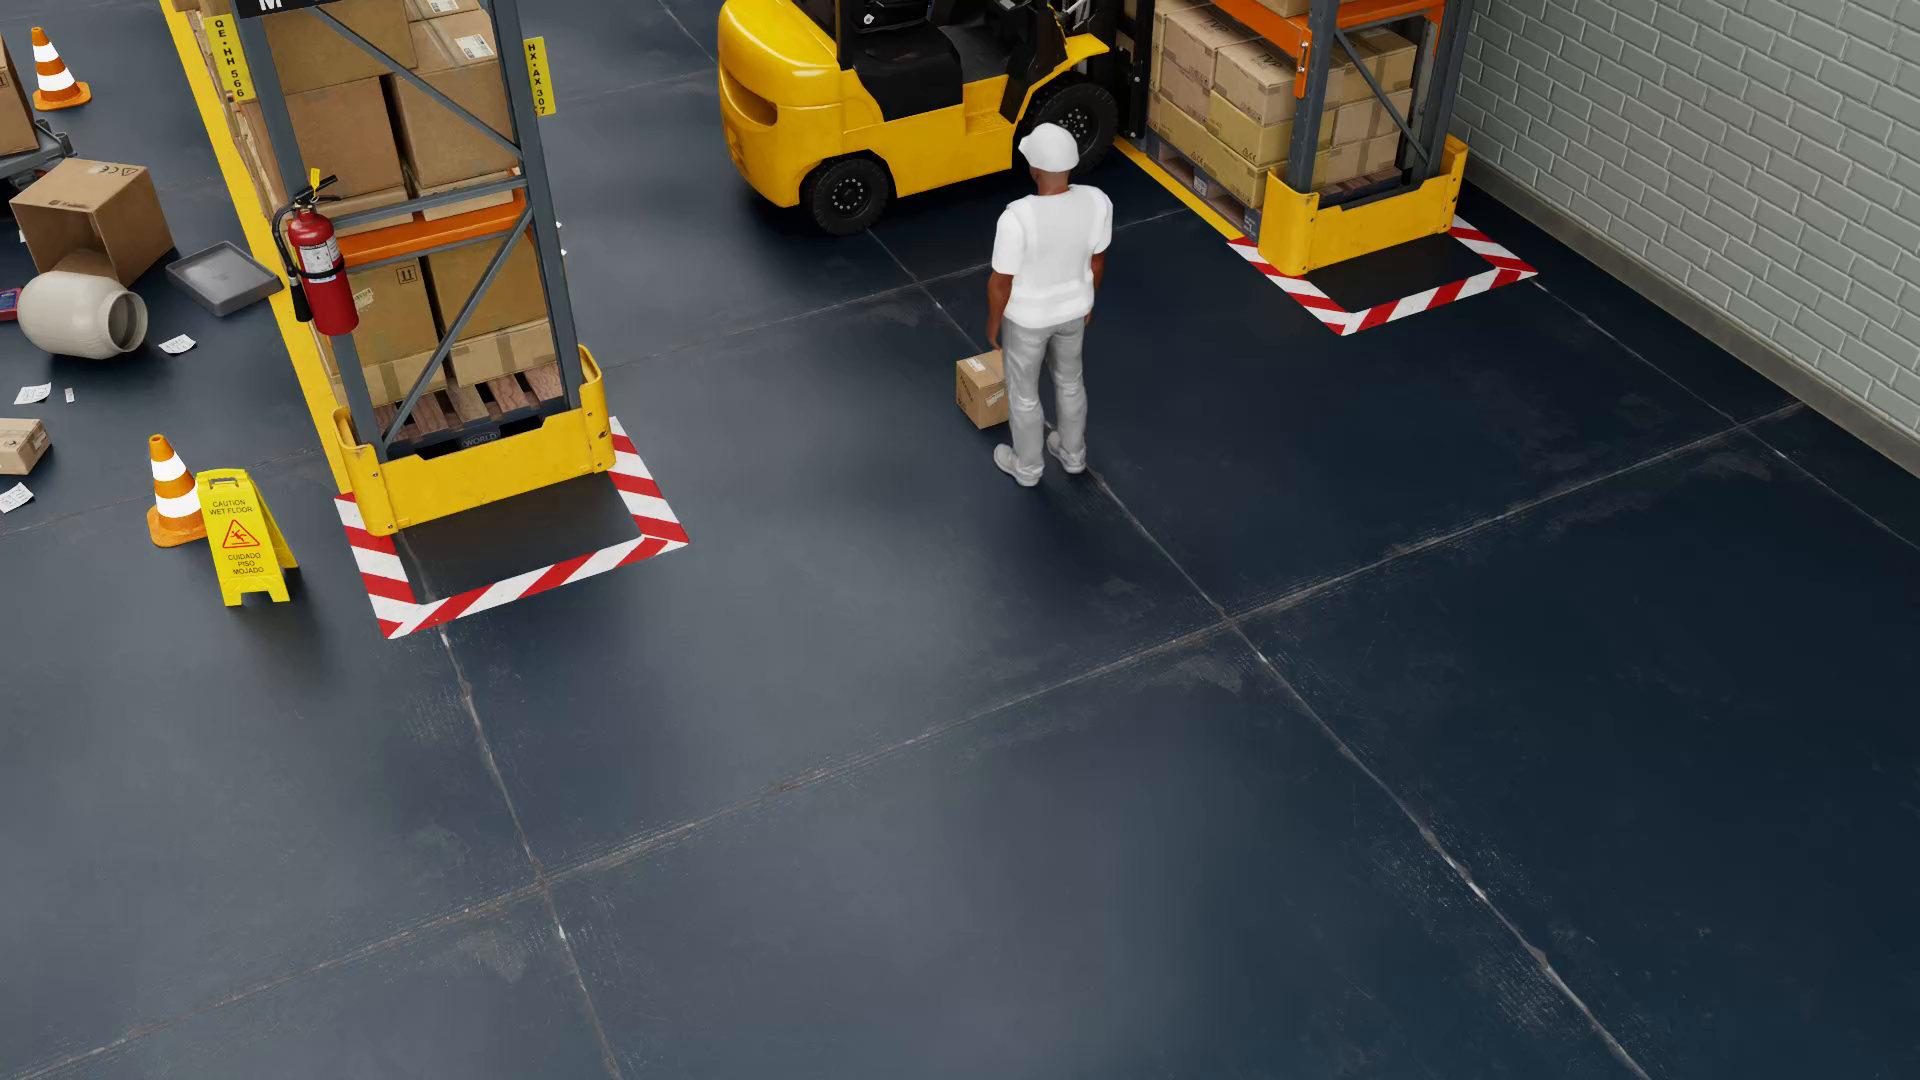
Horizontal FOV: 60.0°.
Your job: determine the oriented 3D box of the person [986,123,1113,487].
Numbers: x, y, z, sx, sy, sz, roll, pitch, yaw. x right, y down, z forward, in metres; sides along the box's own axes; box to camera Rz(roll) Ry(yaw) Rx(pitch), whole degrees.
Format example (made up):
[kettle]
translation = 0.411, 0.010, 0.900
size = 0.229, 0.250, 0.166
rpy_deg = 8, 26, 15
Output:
[person]
translation = 0.369, -1.013, 7.312
size = 0.563, 1.767, 0.351
rpy_deg = -18, 44, -20
